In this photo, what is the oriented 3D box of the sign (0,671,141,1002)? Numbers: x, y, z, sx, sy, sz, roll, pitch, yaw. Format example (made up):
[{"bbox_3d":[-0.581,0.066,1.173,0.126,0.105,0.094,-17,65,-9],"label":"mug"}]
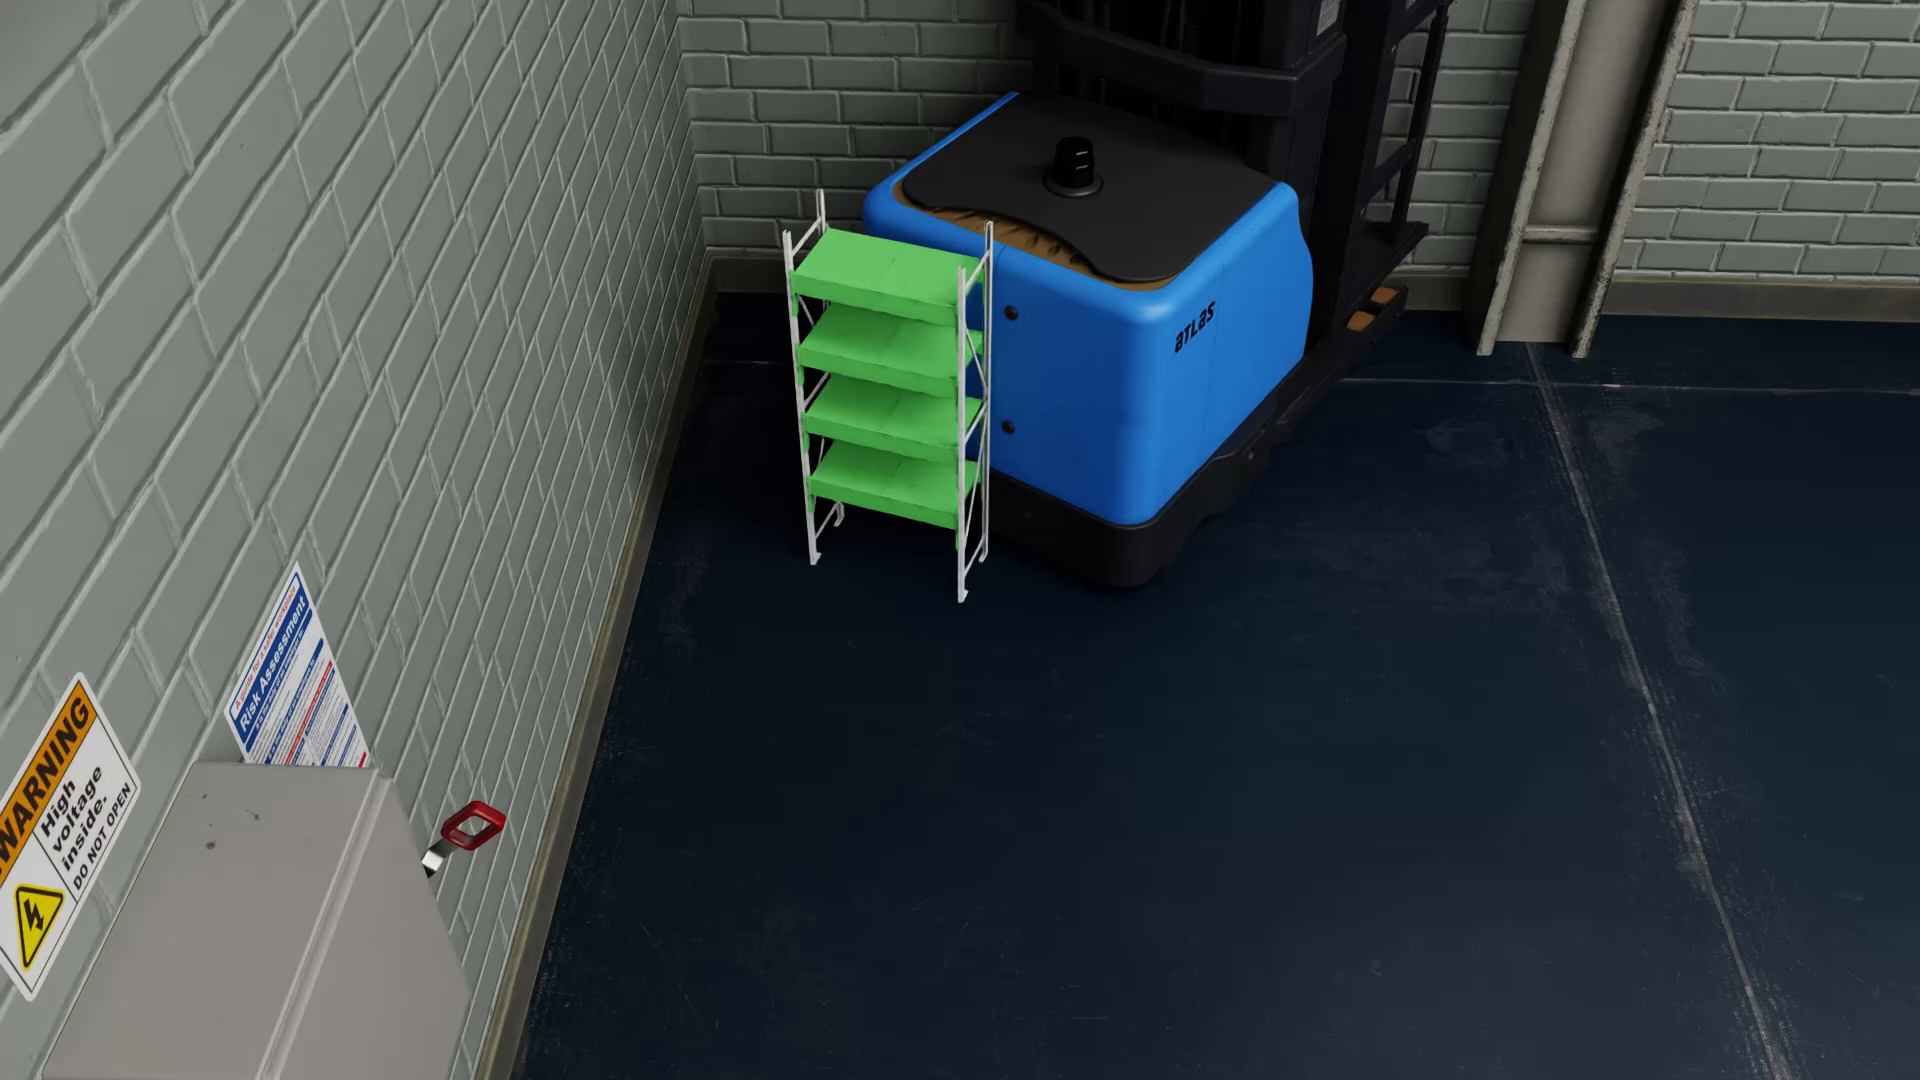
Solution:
[{"bbox_3d":[-1.117,0.362,2.055,0.001,0.242,0.339,2,43,2],"label":"sign"}]

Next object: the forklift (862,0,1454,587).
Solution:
[{"bbox_3d":[0.967,-1.896,5.135,1.130,2.935,3.031,26,49,25],"label":"forklift"}]

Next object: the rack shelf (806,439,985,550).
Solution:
[{"bbox_3d":[-0.188,-0.159,4.986,0.480,0.148,0.258,14,45,14],"label":"rack shelf"}]

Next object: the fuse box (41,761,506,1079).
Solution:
[{"bbox_3d":[-0.908,1.105,2.809,0.414,1.711,0.539,2,43,2],"label":"fuse box"}]

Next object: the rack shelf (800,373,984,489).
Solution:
[{"bbox_3d":[-0.188,-0.335,4.823,0.480,0.148,0.258,14,45,14],"label":"rack shelf"}]

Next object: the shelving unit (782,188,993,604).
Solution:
[{"bbox_3d":[-0.188,-0.381,4.779,0.503,1.200,0.258,14,45,14],"label":"shelving unit"}]

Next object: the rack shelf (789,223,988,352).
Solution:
[{"bbox_3d":[-0.188,-0.686,4.495,0.480,0.148,0.258,14,45,14],"label":"rack shelf"}]

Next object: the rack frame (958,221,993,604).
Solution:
[{"bbox_3d":[0.041,-0.325,4.718,0.015,1.200,0.240,14,45,14],"label":"rack frame"}]

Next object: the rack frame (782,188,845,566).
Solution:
[{"bbox_3d":[-0.418,-0.438,4.840,0.015,1.200,0.240,14,45,14],"label":"rack frame"}]

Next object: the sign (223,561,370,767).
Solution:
[{"bbox_3d":[-1.093,0.325,2.770,0.001,0.494,0.329,2,43,2],"label":"sign"}]

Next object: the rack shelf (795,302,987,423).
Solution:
[{"bbox_3d":[-0.188,-0.510,4.659,0.480,0.148,0.258,14,45,14],"label":"rack shelf"}]
